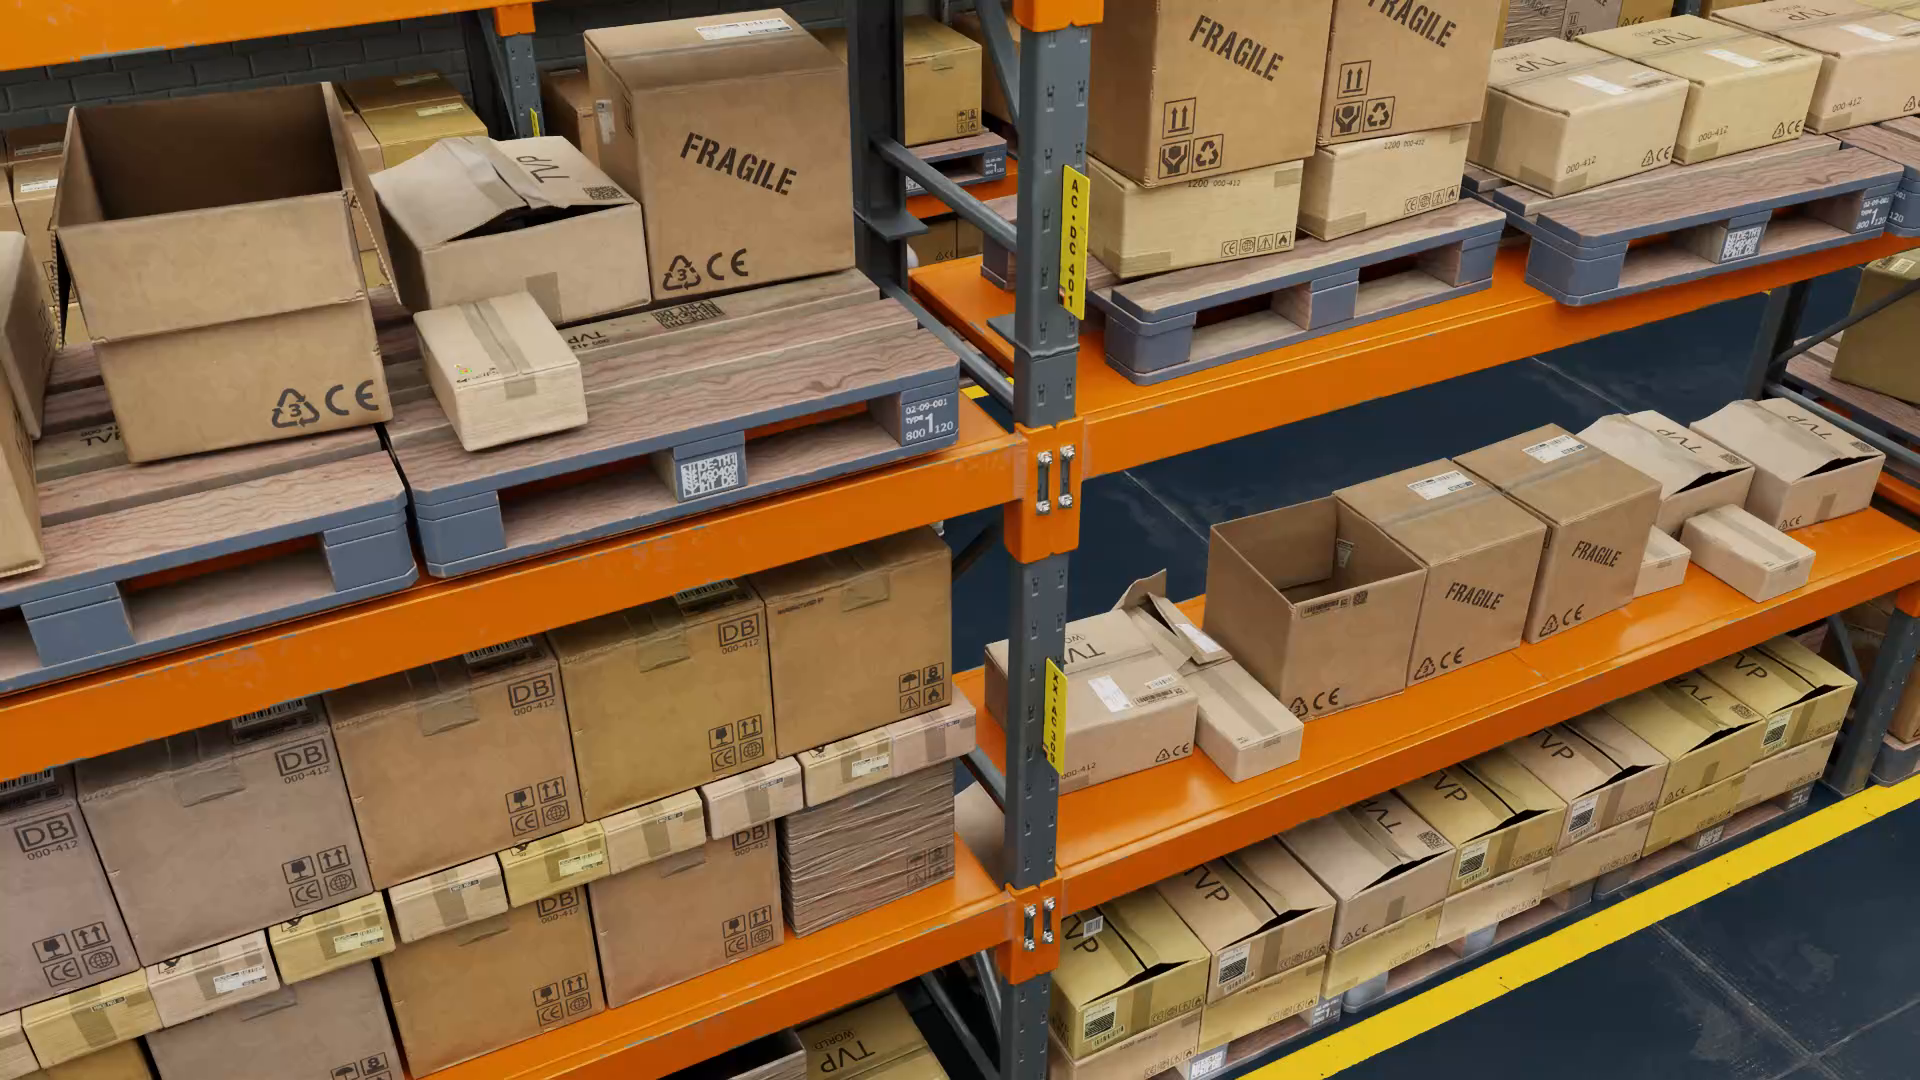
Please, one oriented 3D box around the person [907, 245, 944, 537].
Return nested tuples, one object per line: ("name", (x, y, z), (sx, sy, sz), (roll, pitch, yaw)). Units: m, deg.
("person", (-0.326, -0.743, 8.282), (0.455, 1.656, 0.541), (-15, 36, -22))
